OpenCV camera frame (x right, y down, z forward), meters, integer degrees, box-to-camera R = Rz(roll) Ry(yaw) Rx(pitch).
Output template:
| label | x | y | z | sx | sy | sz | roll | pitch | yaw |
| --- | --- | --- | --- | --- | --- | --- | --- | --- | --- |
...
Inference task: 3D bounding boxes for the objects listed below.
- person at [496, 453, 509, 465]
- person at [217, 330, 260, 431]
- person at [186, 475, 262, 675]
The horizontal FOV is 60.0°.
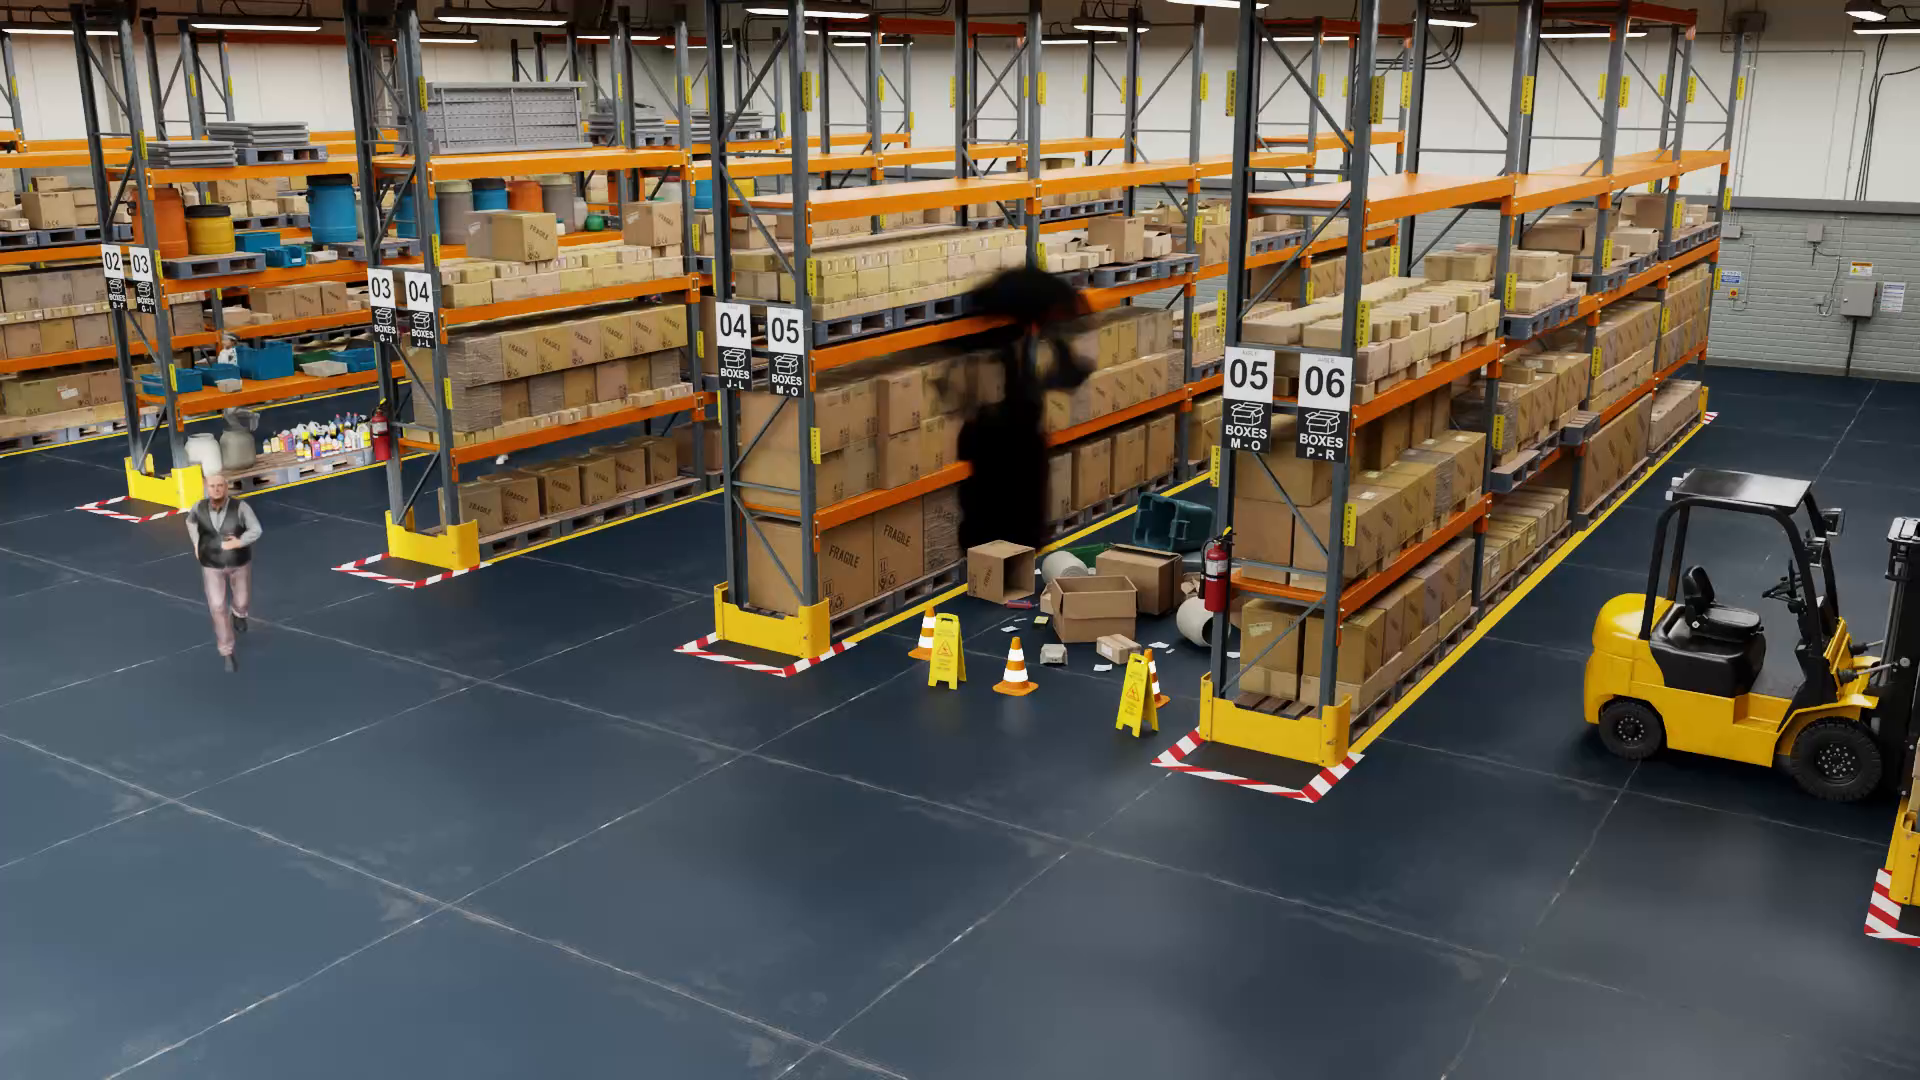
| label | x | y | z | sx | sy | sz | roll | pitch | yaw |
| --- | --- | --- | --- | --- | --- | --- | --- | --- | --- |
| person | -6.311 | -1.933 | 23.130 | 0.547 | 1.654 | 0.877 | 3 | 16 | 11 |
| person | -10.574 | -2.242 | 24.238 | 0.616 | 1.659 | 0.554 | 7 | 17 | 25 |
| person | -6.676 | 0.251 | 15.191 | 0.624 | 1.767 | 1.055 | -7 | 17 | -24 |
